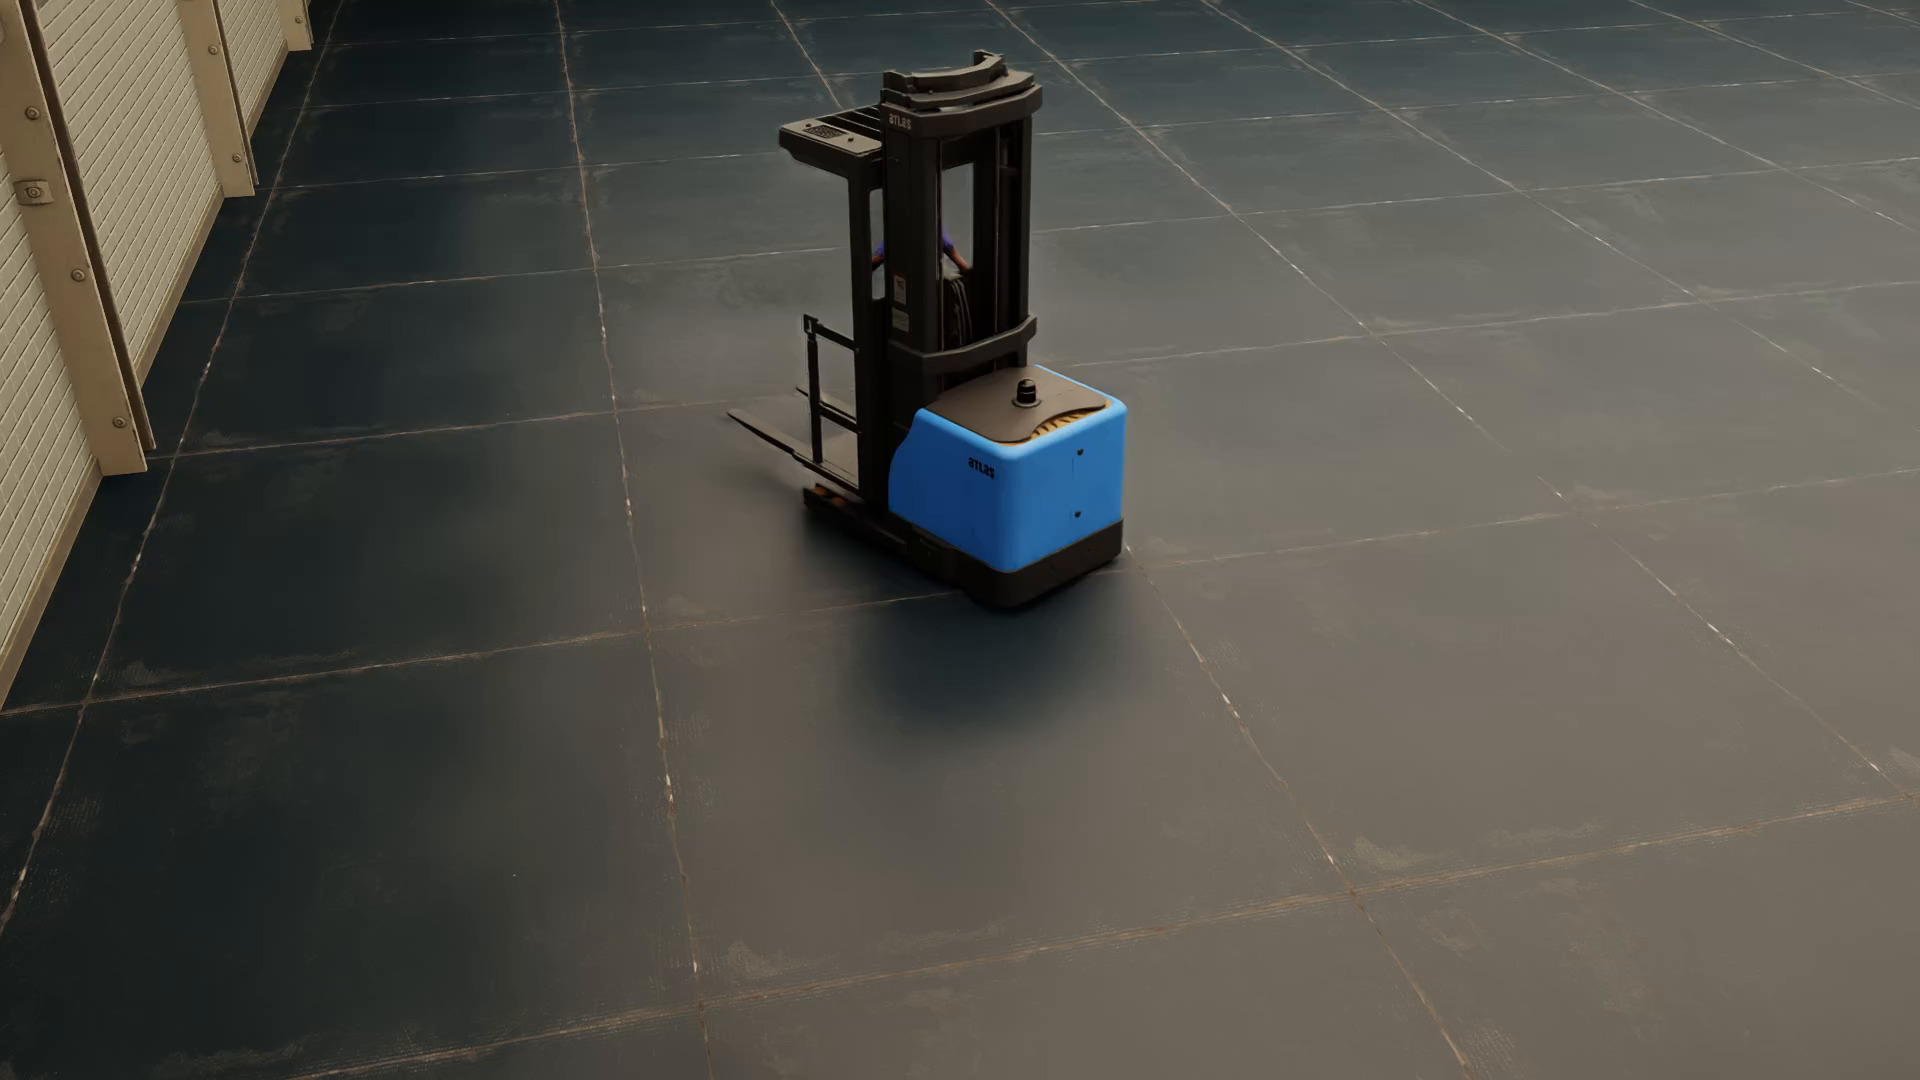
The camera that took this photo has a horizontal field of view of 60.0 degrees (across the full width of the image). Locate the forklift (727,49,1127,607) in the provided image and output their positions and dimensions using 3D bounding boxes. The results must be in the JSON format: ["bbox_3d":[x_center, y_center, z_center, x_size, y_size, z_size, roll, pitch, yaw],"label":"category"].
[{"bbox_3d":[-0.365,-1.528,10.214,1.130,2.935,3.031,-25,38,-36],"label":"forklift"}]

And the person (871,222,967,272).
[{"bbox_3d":[-0.297,-1.820,12.233,0.916,1.536,0.461,-15,33,-23],"label":"person"}]
